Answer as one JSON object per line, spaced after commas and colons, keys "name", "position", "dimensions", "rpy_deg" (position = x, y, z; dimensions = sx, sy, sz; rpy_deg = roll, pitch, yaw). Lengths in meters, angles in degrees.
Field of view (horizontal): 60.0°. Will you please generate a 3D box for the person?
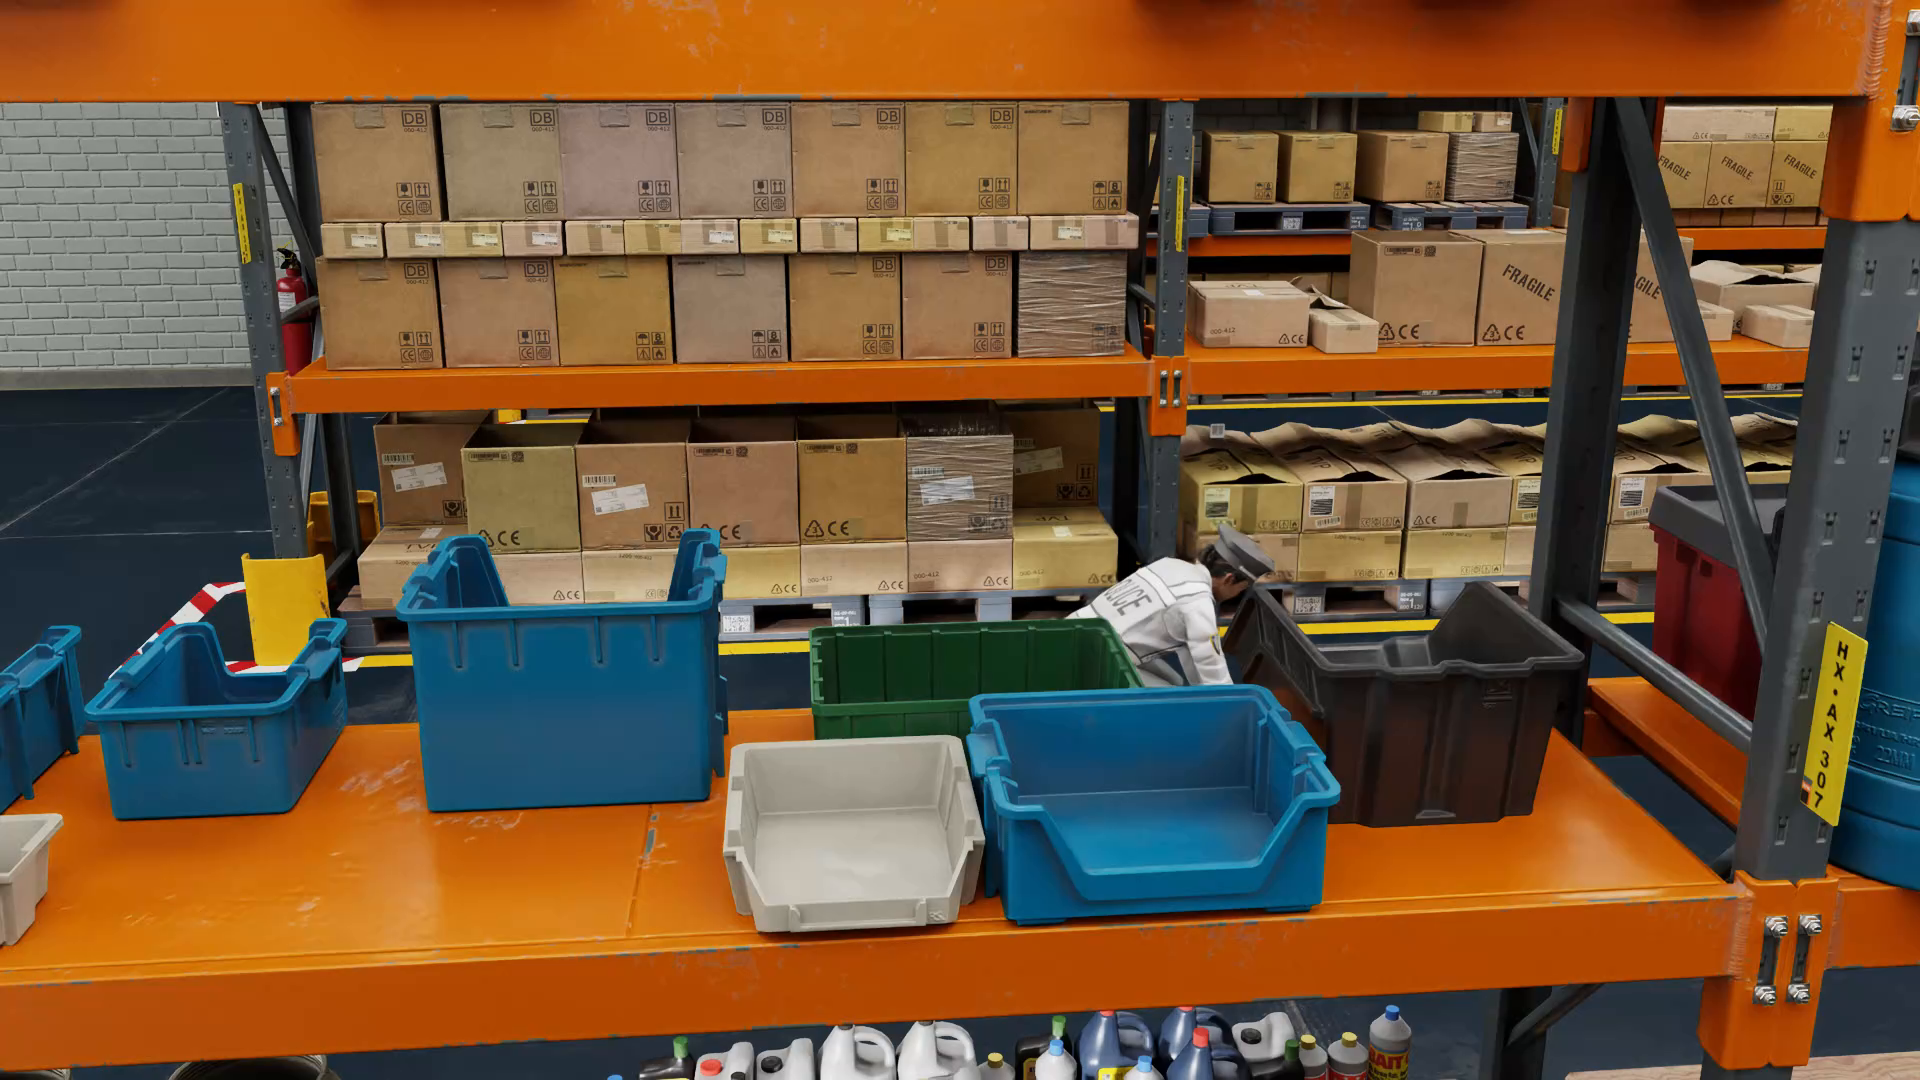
{"name": "person", "position": [0.737, 0.462, 6.124], "dimensions": [0.837, 1.028, 0.491], "rpy_deg": [-2, 17, -6]}
